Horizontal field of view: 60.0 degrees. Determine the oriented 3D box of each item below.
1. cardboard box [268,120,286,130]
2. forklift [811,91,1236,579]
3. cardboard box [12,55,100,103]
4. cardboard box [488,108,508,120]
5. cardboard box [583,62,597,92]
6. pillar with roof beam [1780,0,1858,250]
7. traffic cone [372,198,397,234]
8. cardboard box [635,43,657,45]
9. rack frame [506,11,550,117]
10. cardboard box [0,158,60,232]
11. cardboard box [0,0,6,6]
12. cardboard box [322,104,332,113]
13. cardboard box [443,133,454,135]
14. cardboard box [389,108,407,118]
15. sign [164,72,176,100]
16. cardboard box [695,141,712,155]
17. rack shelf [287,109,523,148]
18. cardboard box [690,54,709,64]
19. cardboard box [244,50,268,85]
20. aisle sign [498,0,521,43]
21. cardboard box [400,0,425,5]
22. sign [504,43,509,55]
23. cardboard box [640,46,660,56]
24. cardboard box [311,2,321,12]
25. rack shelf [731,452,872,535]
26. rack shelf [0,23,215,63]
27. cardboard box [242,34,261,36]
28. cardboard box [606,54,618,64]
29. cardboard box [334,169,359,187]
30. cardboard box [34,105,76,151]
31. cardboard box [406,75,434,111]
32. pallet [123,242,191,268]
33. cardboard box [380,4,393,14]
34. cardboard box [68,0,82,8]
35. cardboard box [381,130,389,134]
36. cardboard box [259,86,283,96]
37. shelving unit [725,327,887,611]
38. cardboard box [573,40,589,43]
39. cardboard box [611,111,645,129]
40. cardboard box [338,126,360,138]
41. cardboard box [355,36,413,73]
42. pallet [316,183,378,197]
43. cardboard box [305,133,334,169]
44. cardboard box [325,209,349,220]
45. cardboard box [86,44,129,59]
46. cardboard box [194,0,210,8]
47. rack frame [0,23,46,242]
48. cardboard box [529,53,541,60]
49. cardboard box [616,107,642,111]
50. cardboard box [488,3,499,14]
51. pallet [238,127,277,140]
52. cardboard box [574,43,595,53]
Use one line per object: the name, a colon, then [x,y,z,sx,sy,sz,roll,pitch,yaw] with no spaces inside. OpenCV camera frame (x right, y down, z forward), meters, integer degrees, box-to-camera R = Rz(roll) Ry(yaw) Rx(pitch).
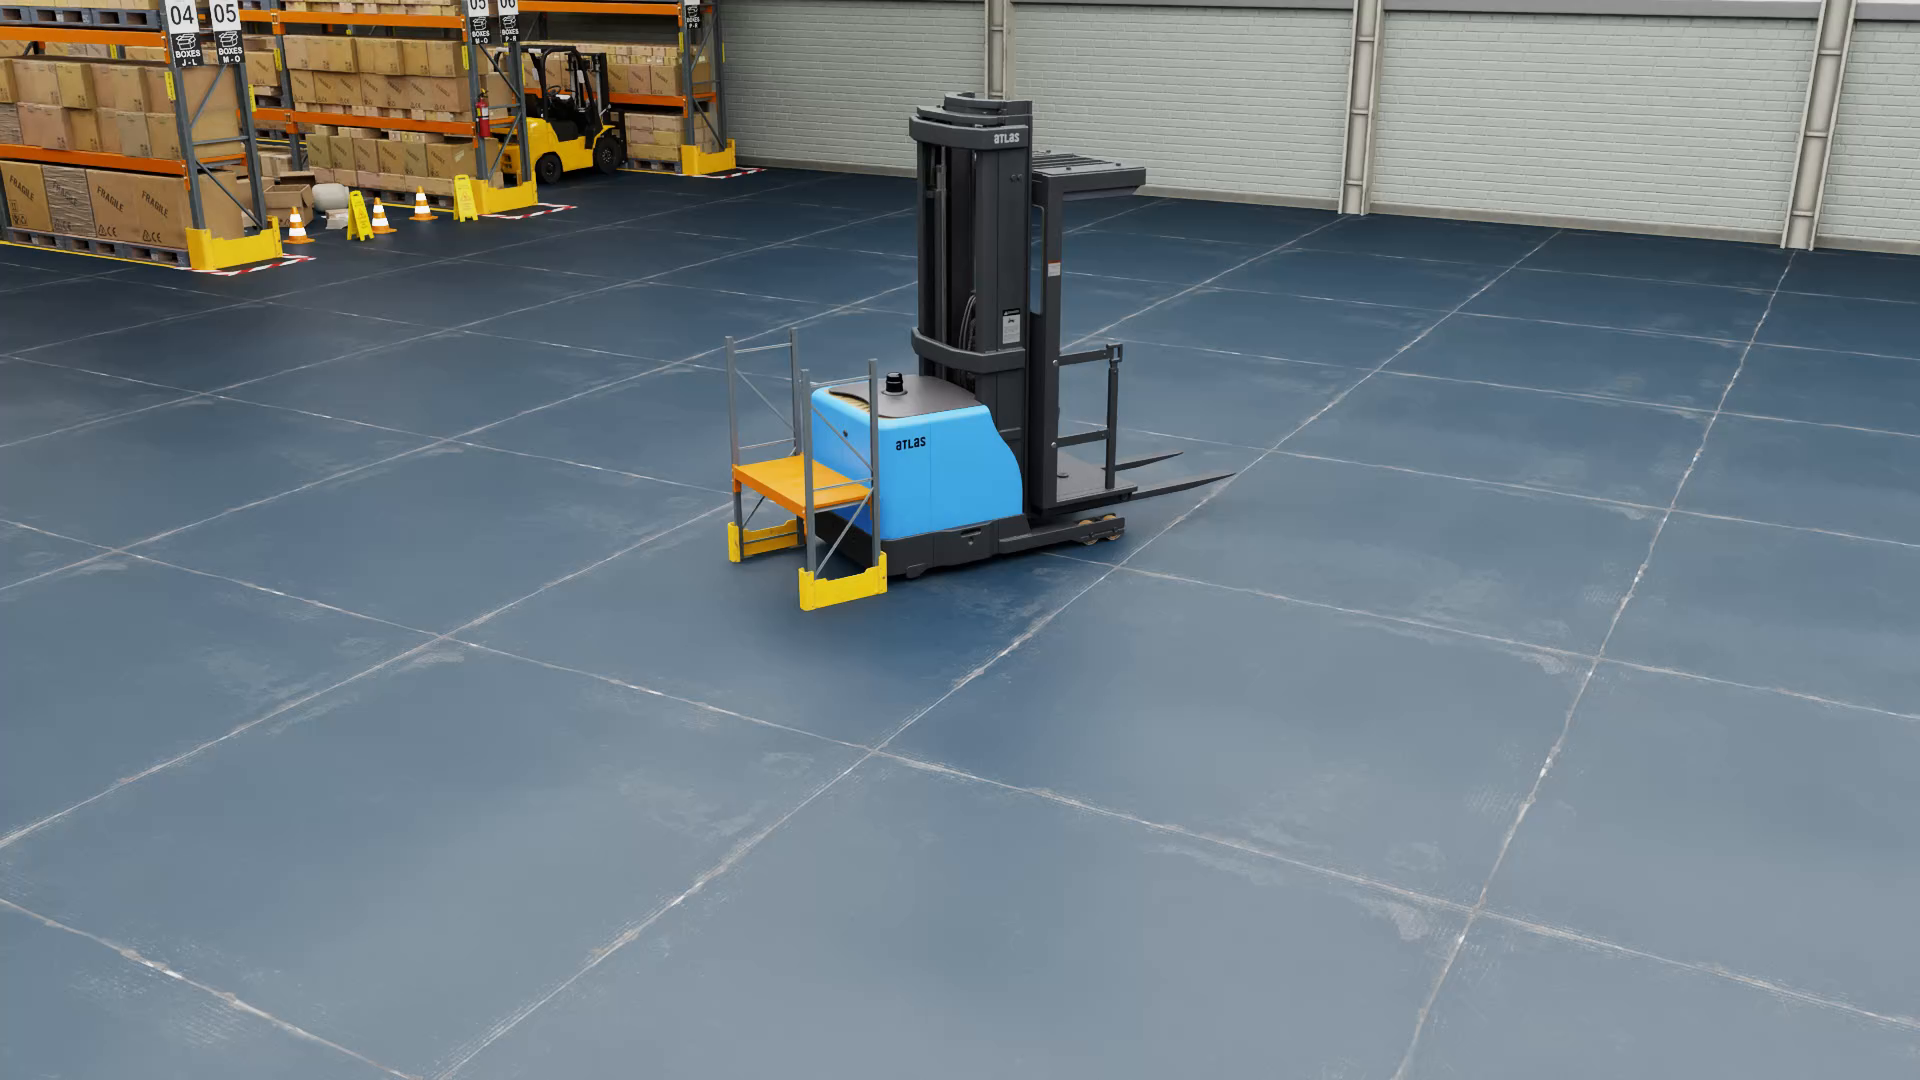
cardboard box: [-13.689,-8.606,33.740,0.500,0.500,0.500,10,22,26]
forklift: [0.534,-1.487,11.166,3.031,2.935,1.130,-12,23,-29]
cardboard box: [-11.822,-6.051,21.845,0.550,0.550,0.875,11,23,27]
cardboard box: [-7.042,-6.427,25.052,0.250,0.149,0.380,11,23,28]
cardboard box: [-6.326,-8.210,29.454,0.500,0.500,0.500,11,23,28]
pillar with roof beam: [9.018,-6.834,17.010,0.400,9.000,9.100,11,23,27]
traffic cone: [-8.095,-4.535,23.188,0.334,0.463,0.336,11,23,27]
cardboard box: [-5.518,-8.692,29.393,0.250,0.149,0.380,12,23,29]
rack frame: [-7.921,-8.570,30.593,0.127,3.000,1.000,11,23,27]
cardboard box: [-12.149,-4.675,22.354,0.875,0.875,0.875,11,23,28]
cardboard box: [-12.068,-6.892,21.173,0.250,0.149,0.380,11,23,27]
cardboard box: [-9.727,-6.764,25.983,0.250,0.149,0.380,11,23,27]
cardboard box: [-9.713,-7.991,31.861,0.625,0.625,0.875,10,22,25]
cardboard box: [-8.428,-6.499,25.251,0.250,0.149,0.380,11,22,27]
sign: [-9.449,-5.433,19.898,0.005,0.325,0.100,11,23,27]
cardboard box: [-4.762,-6.950,29.542,0.500,0.250,0.500,11,23,28]
rack shelf: [-8.592,-6.421,25.723,4.000,0.370,1.077,11,23,27]
cardboard box: [-4.598,-8.391,29.000,0.250,0.149,0.380,10,22,26]
cardboard box: [-11.287,-7.567,26.628,0.500,0.500,0.500,11,23,28]
aisle sign: [-6.641,-7.731,24.466,0.004,0.787,0.394,11,23,27]
cardboard box: [-7.856,-7.999,24.403,0.500,0.250,0.500,10,22,27]
sign: [-8.177,-8.914,29.959,0.005,0.325,0.100,11,23,27]
cardboard box: [-5.316,-8.461,28.757,0.250,0.149,0.380,11,23,28]
cardboard box: [-9.714,-8.191,25.516,0.250,0.149,0.380,11,23,27]
rack shelf: [-0.988,-0.307,10.538,0.538,0.185,1.000,-13,23,-31]
rack shelf: [-10.918,-6.341,21.103,4.000,0.370,1.077,11,23,27]
cardboard box: [-14.592,-9.998,33.767,0.500,0.500,0.700,11,23,29]
cardboard box: [-6.000,-8.437,29.129,0.250,0.149,0.380,11,23,28]
cardboard box: [-9.483,-5.733,26.187,0.500,0.250,0.500,12,23,30]
cardboard box: [-11.431,-5.405,21.646,0.550,0.550,0.875,11,23,27]
cardboard box: [-7.889,-6.707,24.872,0.500,0.500,0.500,11,23,27]
pallet: [-9.908,-3.735,21.353,1.213,0.211,1.003,11,23,27]
cardboard box: [-8.398,-7.916,24.759,0.250,0.149,0.380,10,22,26]
cardboard box: [-10.736,-6.639,20.475,0.250,0.149,0.380,11,23,28]
cardboard box: [-9.246,-6.247,26.504,0.500,0.500,0.500,11,23,28]
cardboard box: [-10.922,-7.175,26.498,0.250,0.149,0.380,11,23,28]
shelving unit: [-0.994,-0.479,10.484,0.587,1.500,1.083,-13,23,-31]
cardboard box: [-6.809,-8.982,30.193,0.250,0.149,0.380,10,22,26]
cardboard box: [-5.877,-7.428,29.393,0.500,0.250,0.500,11,23,28]
cardboard box: [-9.425,-6.352,25.844,0.250,0.149,0.380,12,23,29]
cardboard box: [-8.700,-7.369,25.231,0.500,0.500,0.700,11,22,27]
pallet: [-9.735,-5.680,26.714,1.213,0.211,1.003,11,23,27]
cardboard box: [-9.955,-6.171,26.295,0.500,0.500,0.500,12,23,30]
cardboard box: [-8.975,-4.703,24.113,0.380,0.149,0.250,-11,23,-29]
cardboard box: [-14.409,-8.282,28.186,0.500,0.500,0.500,10,22,26]
cardboard box: [-9.315,-6.625,20.438,0.250,0.149,0.380,11,23,28]
rack frame: [-12.664,-5.602,22.409,0.127,3.000,1.000,11,23,27]
cardboard box: [-7.544,-8.748,29.986,0.250,0.149,0.380,11,23,29]
cardboard box: [-6.069,-7.672,30.066,0.500,0.250,0.500,10,22,26]
cardboard box: [-6.977,-7.871,24.634,0.250,0.149,0.380,11,23,27]
pallet: [-14.176,-8.466,34.394,1.213,0.211,1.003,11,23,27]
cardboard box: [-6.624,-8.730,29.499,0.250,0.149,0.380,11,23,27]
